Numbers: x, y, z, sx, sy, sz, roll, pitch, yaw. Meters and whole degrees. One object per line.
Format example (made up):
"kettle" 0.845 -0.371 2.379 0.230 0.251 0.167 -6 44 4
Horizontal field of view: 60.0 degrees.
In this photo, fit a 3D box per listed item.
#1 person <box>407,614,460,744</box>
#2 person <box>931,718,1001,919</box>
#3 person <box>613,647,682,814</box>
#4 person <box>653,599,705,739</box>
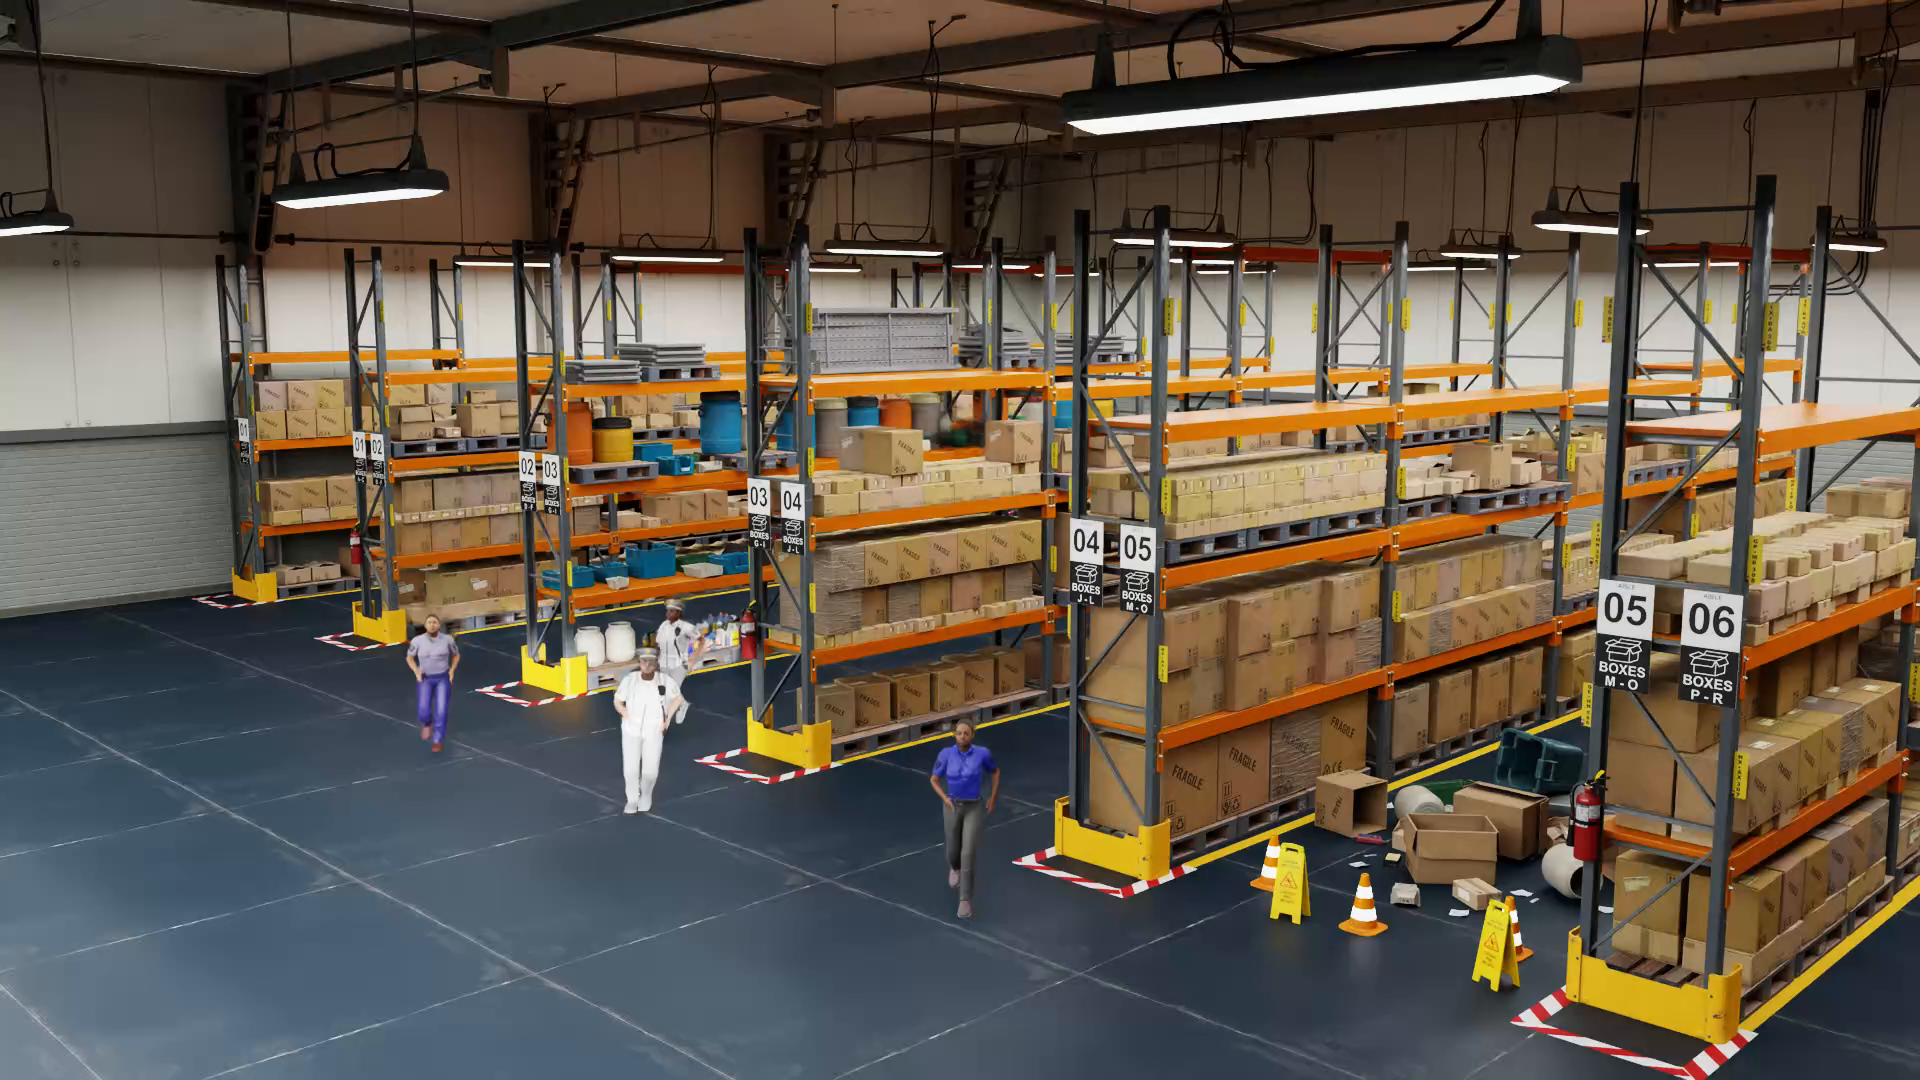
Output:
"person" -6.108 1.613 19.333 0.596 1.531 0.496 -3 9 -18
"person" 0.048 2.342 14.355 0.600 1.664 0.769 0 8 3
"person" -3.165 1.946 16.789 0.670 1.751 0.632 0 8 -3
"person" -3.436 1.521 19.896 0.610 1.654 0.981 4 9 26
